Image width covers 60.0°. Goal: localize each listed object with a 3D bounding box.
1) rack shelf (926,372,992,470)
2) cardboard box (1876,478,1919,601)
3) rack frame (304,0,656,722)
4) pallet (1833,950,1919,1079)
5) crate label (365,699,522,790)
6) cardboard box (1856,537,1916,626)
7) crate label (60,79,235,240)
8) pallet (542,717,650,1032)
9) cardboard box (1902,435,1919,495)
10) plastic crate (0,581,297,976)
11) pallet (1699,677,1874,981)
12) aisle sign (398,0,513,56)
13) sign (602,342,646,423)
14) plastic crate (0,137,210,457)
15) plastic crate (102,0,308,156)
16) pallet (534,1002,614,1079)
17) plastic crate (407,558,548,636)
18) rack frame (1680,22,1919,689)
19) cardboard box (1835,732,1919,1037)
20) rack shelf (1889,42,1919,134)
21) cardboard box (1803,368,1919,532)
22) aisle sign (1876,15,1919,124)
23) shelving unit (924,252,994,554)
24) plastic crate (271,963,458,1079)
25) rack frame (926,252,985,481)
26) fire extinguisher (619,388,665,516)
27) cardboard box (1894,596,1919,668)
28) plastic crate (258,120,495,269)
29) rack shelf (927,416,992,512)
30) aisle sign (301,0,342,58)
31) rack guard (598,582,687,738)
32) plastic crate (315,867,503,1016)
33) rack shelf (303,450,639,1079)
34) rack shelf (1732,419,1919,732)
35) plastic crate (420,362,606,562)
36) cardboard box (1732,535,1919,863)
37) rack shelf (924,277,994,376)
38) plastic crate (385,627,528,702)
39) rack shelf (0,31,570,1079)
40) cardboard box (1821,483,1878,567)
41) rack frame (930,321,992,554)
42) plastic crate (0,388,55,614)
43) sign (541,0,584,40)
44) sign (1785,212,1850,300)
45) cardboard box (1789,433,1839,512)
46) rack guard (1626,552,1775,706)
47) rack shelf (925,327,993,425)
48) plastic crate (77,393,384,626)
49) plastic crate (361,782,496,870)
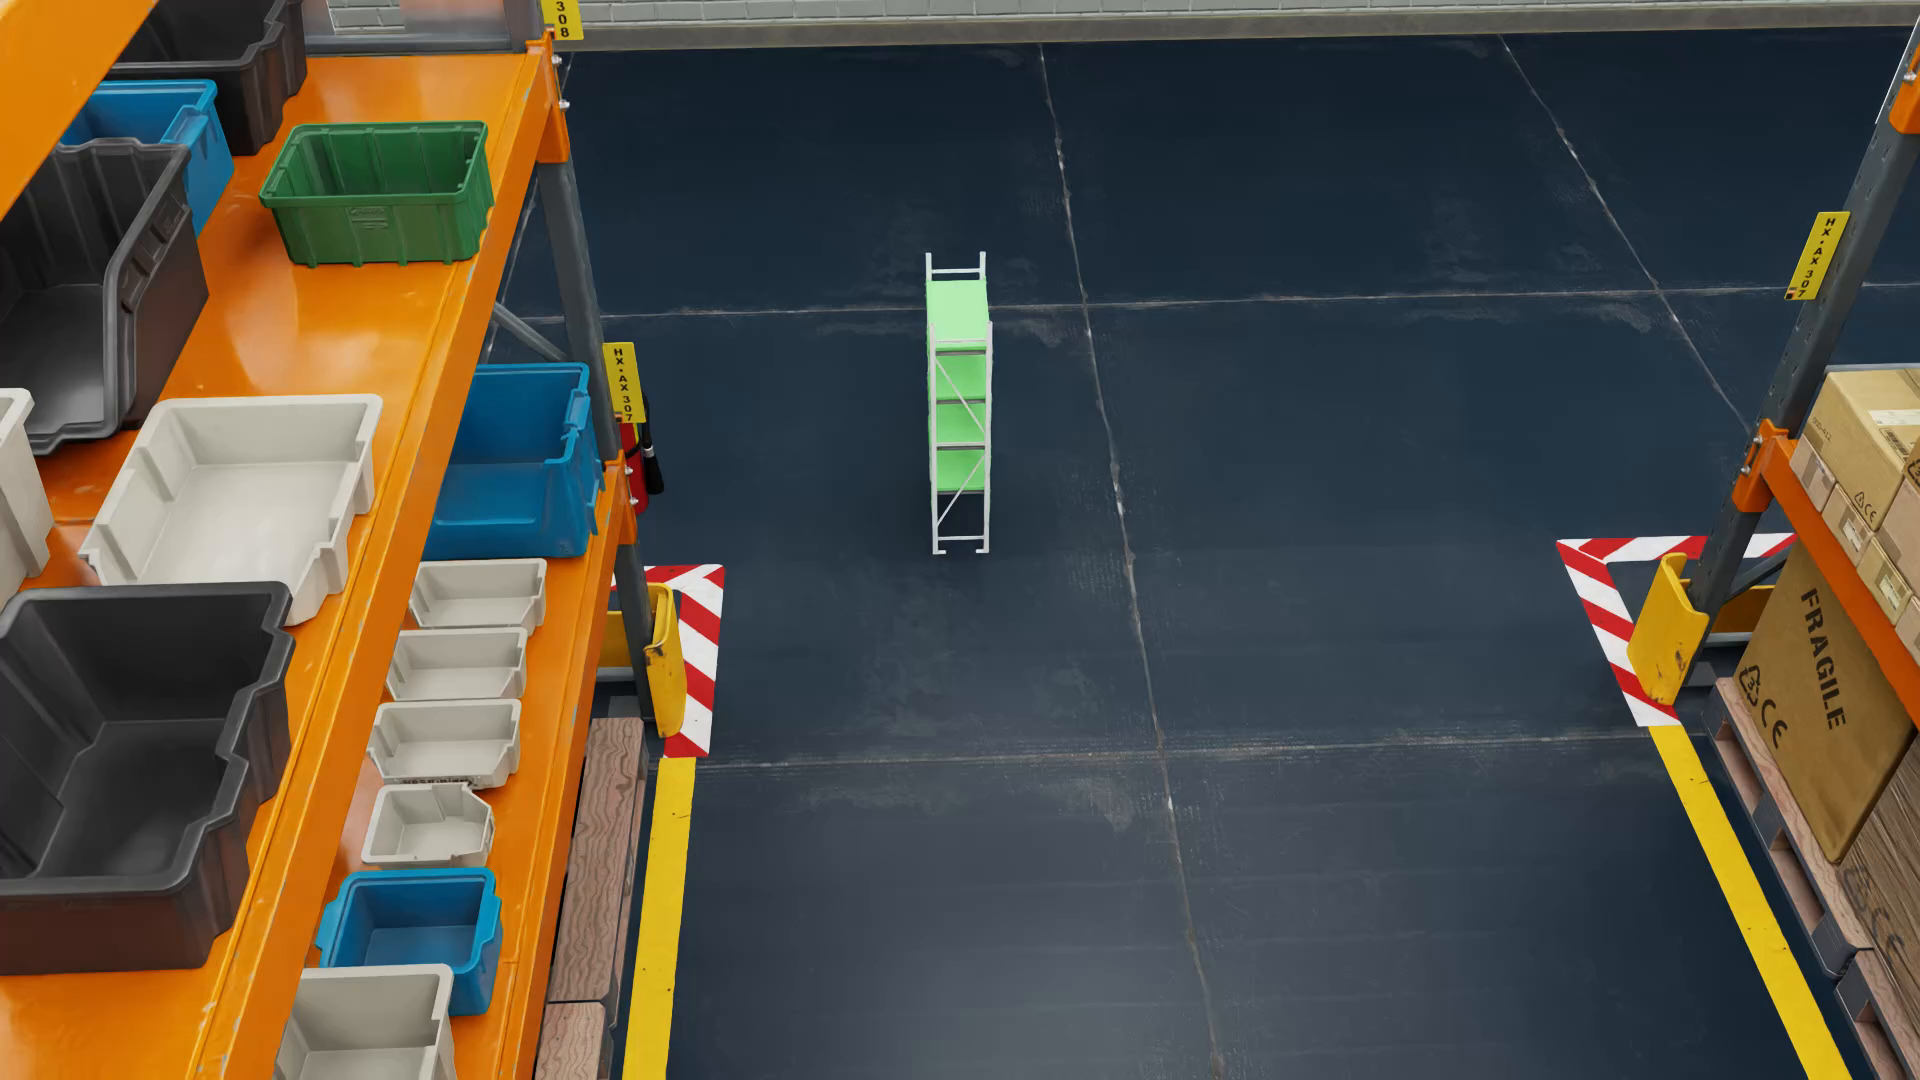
[{"bbox_3d":[-0.007,-0.507,7.010,0.258,0.148,0.480,-2,43,-2],"label":"rack shelf"},{"bbox_3d":[3.075,0.058,4.858,0.500,0.250,0.500,-2,43,-2],"label":"cardboard box"},{"bbox_3d":[-1.653,-0.428,5.497,1.000,3.000,0.127,-2,43,-2],"label":"rack frame"},{"bbox_3d":[3.456,1.817,5.112,1.003,0.211,1.213,-2,43,-2],"label":"pallet"},{"bbox_3d":[-1.403,0.576,4.553,0.396,0.136,0.243,-2,43,-2],"label":"crate label"},{"bbox_3d":[3.004,0.118,5.088,0.380,0.149,0.250,-3,43,-3],"label":"cardboard box"},{"bbox_3d":[-1.937,-0.847,3.844,0.408,0.251,0.502,-2,43,-2],"label":"crate label"},{"bbox_3d":[-1.657,1.158,5.831,1.003,0.211,1.213,-2,43,-2],"label":"pallet"},{"bbox_3d":[3.067,-0.232,4.619,0.500,0.500,0.500,-3,43,-3],"label":"cardboard box"},{"bbox_3d":[-1.262,0.368,2.505,0.497,0.269,0.590,-2,43,-2],"label":"plastic crate"},{"bbox_3d":[3.408,0.995,6.008,1.003,0.211,1.213,-2,43,-2],"label":"pallet"},{"bbox_3d":[-1.363,-1.443,4.681,0.394,0.787,0.004,-2,43,-2],"label":"aisle sign"},{"bbox_3d":[-1.104,-0.515,5.471,0.100,0.325,0.005,-2,43,-2],"label":"sign"},{"bbox_3d":[-1.863,-0.472,3.371,0.504,0.338,0.767,-2,43,-2],"label":"plastic crate"},{"bbox_3d":[-1.915,-1.218,4.235,0.497,0.269,0.590,-2,43,-2],"label":"plastic crate"},{"bbox_3d":[-1.608,1.979,4.934,1.003,0.211,1.213,-2,43,-2],"label":"pallet"},{"bbox_3d":[-1.437,0.192,4.971,0.396,0.136,0.243,-2,43,-2],"label":"plastic crate"},{"bbox_3d":[3.296,-0.570,5.652,1.000,3.000,0.127,-2,43,-2],"label":"rack frame"},{"bbox_3d":[3.441,1.102,5.089,0.875,0.875,0.875,-2,43,-2],"label":"cardboard box"},{"bbox_3d":[3.380,-0.061,3.409,1.077,0.370,4.000,-2,43,-2],"label":"rack shelf"},{"bbox_3d":[3.046,-0.293,5.240,0.500,0.250,0.500,-3,43,-3],"label":"cardboard box"},{"bbox_3d":[2.993,-1.568,4.817,0.394,0.787,0.004,-2,43,-2],"label":"aisle sign"},{"bbox_3d":[-0.007,-0.554,6.966,0.258,1.200,0.503,-2,43,-2],"label":"shelving unit"},{"bbox_3d":[-1.364,1.258,3.701,0.437,0.282,0.530,-2,43,-2],"label":"plastic crate"},{"bbox_3d":[-0.017,-0.719,7.146,0.240,1.200,0.015,-2,43,-2],"label":"rack frame"},{"bbox_3d":[-1.205,-0.377,5.775,0.296,0.674,0.183,-2,43,-2],"label":"fire extinguisher"},{"bbox_3d":[3.017,0.294,4.896,0.380,0.149,0.250,-2,43,-2],"label":"cardboard box"},{"bbox_3d":[-1.326,-0.798,3.838,0.450,0.188,0.336,-2,43,-2],"label":"plastic crate"},{"bbox_3d":[-0.007,-0.330,7.172,0.258,0.148,0.480,-2,43,-2],"label":"rack shelf"},{"bbox_3d":[-1.953,-1.426,4.662,0.394,0.787,0.004,-2,43,-2],"label":"aisle sign"},{"bbox_3d":[-1.667,0.478,6.359,1.175,0.500,0.348,-2,43,-2],"label":"rack guard"},{"bbox_3d":[-1.310,0.991,4.029,0.416,0.233,0.300,-2,43,-2],"label":"plastic crate"},{"bbox_3d":[-1.568,1.187,4.267,1.077,0.370,4.000,-2,43,-2],"label":"rack shelf"},{"bbox_3d":[3.380,1.045,4.422,1.077,0.370,4.000,-2,43,-2],"label":"rack shelf"},{"bbox_3d":[-1.452,-0.242,5.224,0.616,0.435,0.499,-2,43,-2],"label":"plastic crate"},{"bbox_3d":[3.403,0.488,5.759,0.875,0.875,0.875,-2,43,-2],"label":"cardboard box"},{"bbox_3d":[-0.007,-0.861,6.685,0.258,0.148,0.480,-2,43,-2],"label":"rack shelf"},{"bbox_3d":[-1.440,0.388,4.757,0.396,0.136,0.243,-2,43,-2],"label":"plastic crate"},{"bbox_3d":[-1.568,0.082,3.254,1.077,0.370,4.000,-2,43,-2],"label":"rack shelf"},{"bbox_3d":[2.993,-0.055,5.276,0.380,0.149,0.250,-2,43,-2],"label":"cardboard box"},{"bbox_3d":[0.003,-0.389,6.787,0.240,1.200,0.015,-2,43,-2],"label":"rack frame"},{"bbox_3d":[-1.867,0.015,2.882,0.437,0.282,0.530,-2,43,-2],"label":"plastic crate"},{"bbox_3d":[-1.104,-1.522,4.548,0.100,0.325,0.005,-2,43,-2],"label":"sign"},{"bbox_3d":[2.741,-0.907,5.320,0.100,0.325,0.005,-2,43,-2],"label":"sign"},{"bbox_3d":[2.981,-0.228,5.465,0.380,0.149,0.250,-1,43,-1],"label":"cardboard box"},{"bbox_3d":[3.294,0.335,6.514,1.175,0.500,0.348,-2,43,-2],"label":"rack guard"},{"bbox_3d":[-0.007,-0.684,6.847,0.258,0.148,0.480,-2,43,-2],"label":"rack shelf"},{"bbox_3d":[-1.317,-0.049,3.058,0.437,0.136,0.530,-2,43,-2],"label":"plastic crate"},{"bbox_3d":[-1.372,0.775,4.335,0.298,0.136,0.250,-2,43,-2],"label":"plastic crate"}]
